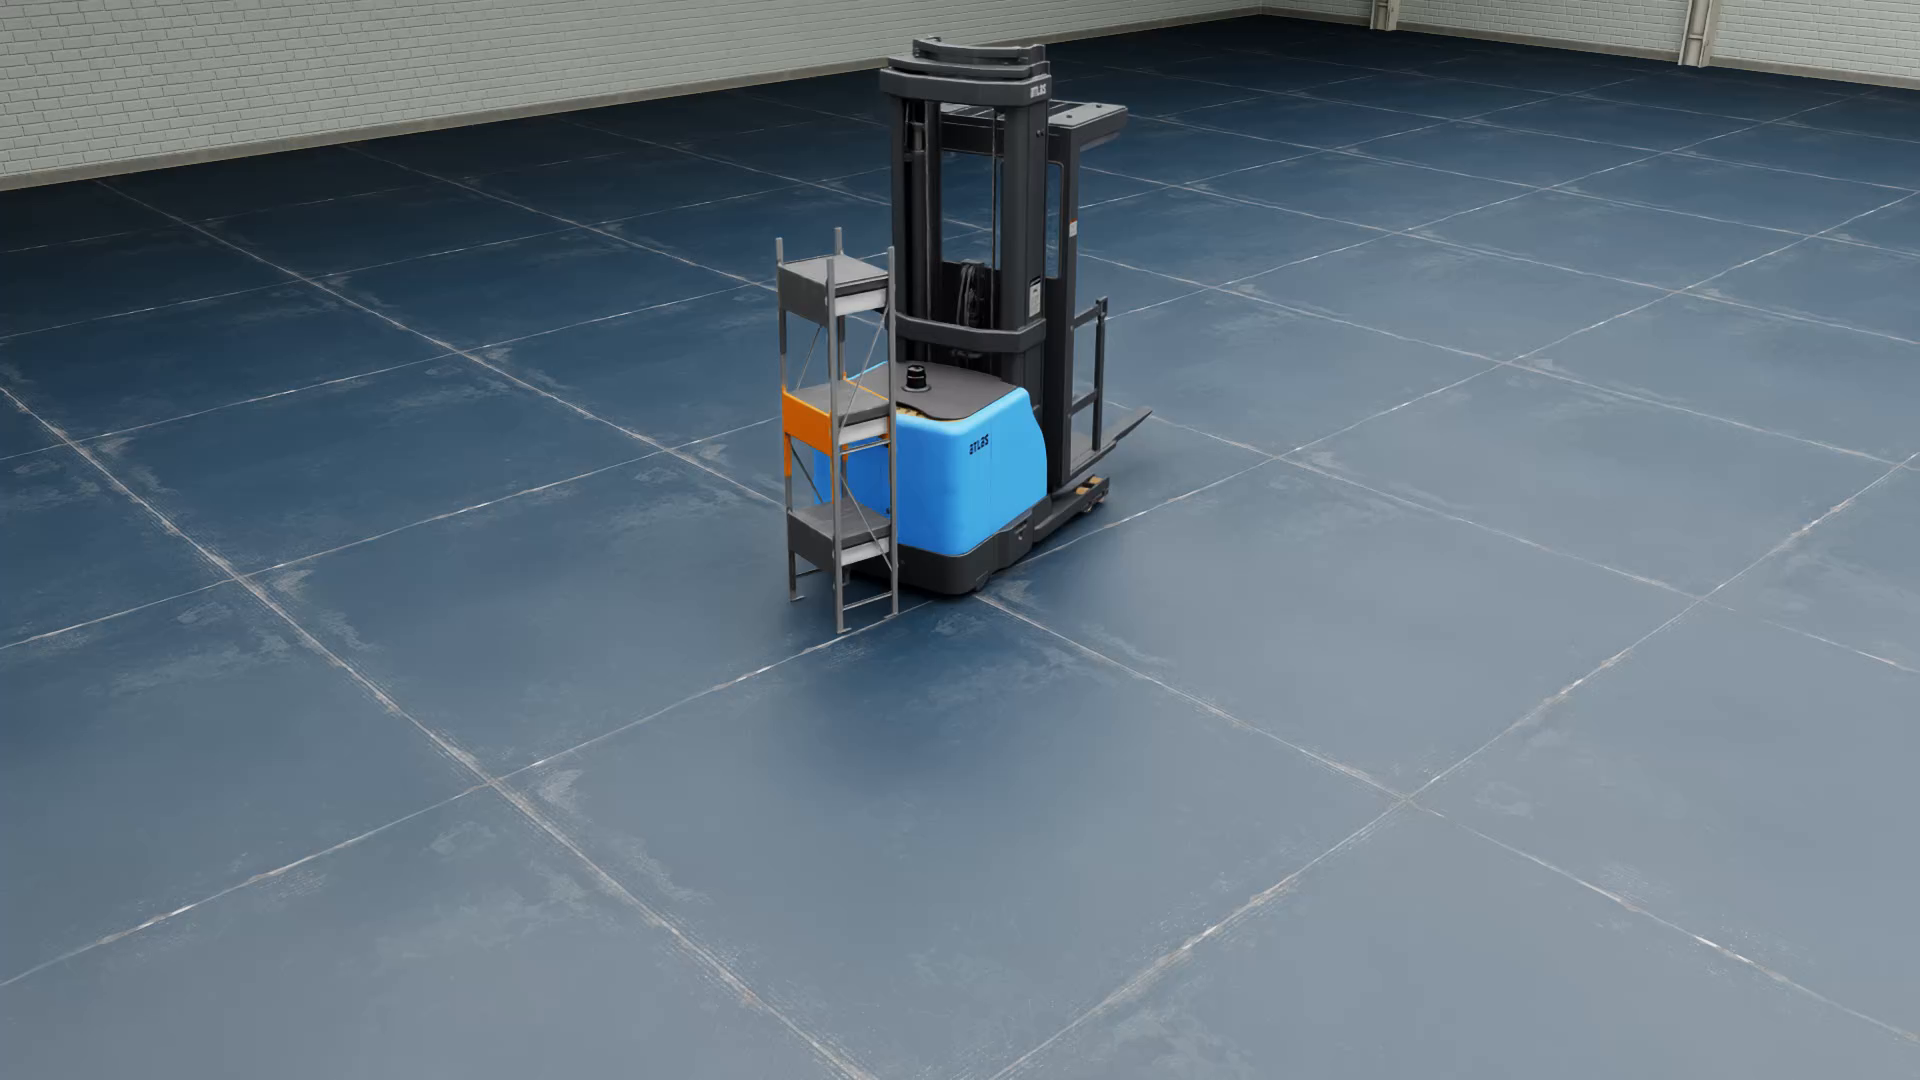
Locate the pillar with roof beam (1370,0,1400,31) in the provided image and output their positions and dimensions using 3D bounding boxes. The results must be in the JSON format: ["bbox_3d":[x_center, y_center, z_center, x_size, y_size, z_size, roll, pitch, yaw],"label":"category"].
[{"bbox_3d":[4.847,-12.519,26.851,9.100,9.000,0.400,-21,32,-38],"label":"pillar with roof beam"}]

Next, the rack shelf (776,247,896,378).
[{"bbox_3d":[-0.647,-1.194,8.679,0.431,0.518,0.480,-17,30,-33],"label":"rack shelf"}]

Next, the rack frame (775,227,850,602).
[{"bbox_3d":[-0.799,-0.652,9.140,0.400,2.100,0.015,-17,30,-33],"label":"rack frame"}]

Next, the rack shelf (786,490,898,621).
[{"bbox_3d":[-0.657,0.079,9.260,0.431,0.518,0.480,-17,30,-33],"label":"rack shelf"}]

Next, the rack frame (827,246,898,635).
[{"bbox_3d":[-0.505,-0.488,8.787,0.400,2.100,0.015,-17,30,-33],"label":"rack frame"}]

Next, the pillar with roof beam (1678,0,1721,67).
[{"bbox_3d":[8.948,-10.702,22.866,9.100,9.000,0.400,-21,32,-38],"label":"pillar with roof beam"}]

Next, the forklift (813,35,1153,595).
[{"bbox_3d":[0.314,-1.594,10.212,1.130,2.935,3.031,14,28,27],"label":"forklift"}]

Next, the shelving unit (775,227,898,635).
[{"bbox_3d":[-0.652,-0.570,8.964,0.431,2.100,0.503,-17,30,-33],"label":"shelving unit"}]

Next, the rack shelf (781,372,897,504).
[{"bbox_3d":[-0.652,-0.557,8.969,0.431,0.518,0.480,-17,30,-33],"label":"rack shelf"}]
